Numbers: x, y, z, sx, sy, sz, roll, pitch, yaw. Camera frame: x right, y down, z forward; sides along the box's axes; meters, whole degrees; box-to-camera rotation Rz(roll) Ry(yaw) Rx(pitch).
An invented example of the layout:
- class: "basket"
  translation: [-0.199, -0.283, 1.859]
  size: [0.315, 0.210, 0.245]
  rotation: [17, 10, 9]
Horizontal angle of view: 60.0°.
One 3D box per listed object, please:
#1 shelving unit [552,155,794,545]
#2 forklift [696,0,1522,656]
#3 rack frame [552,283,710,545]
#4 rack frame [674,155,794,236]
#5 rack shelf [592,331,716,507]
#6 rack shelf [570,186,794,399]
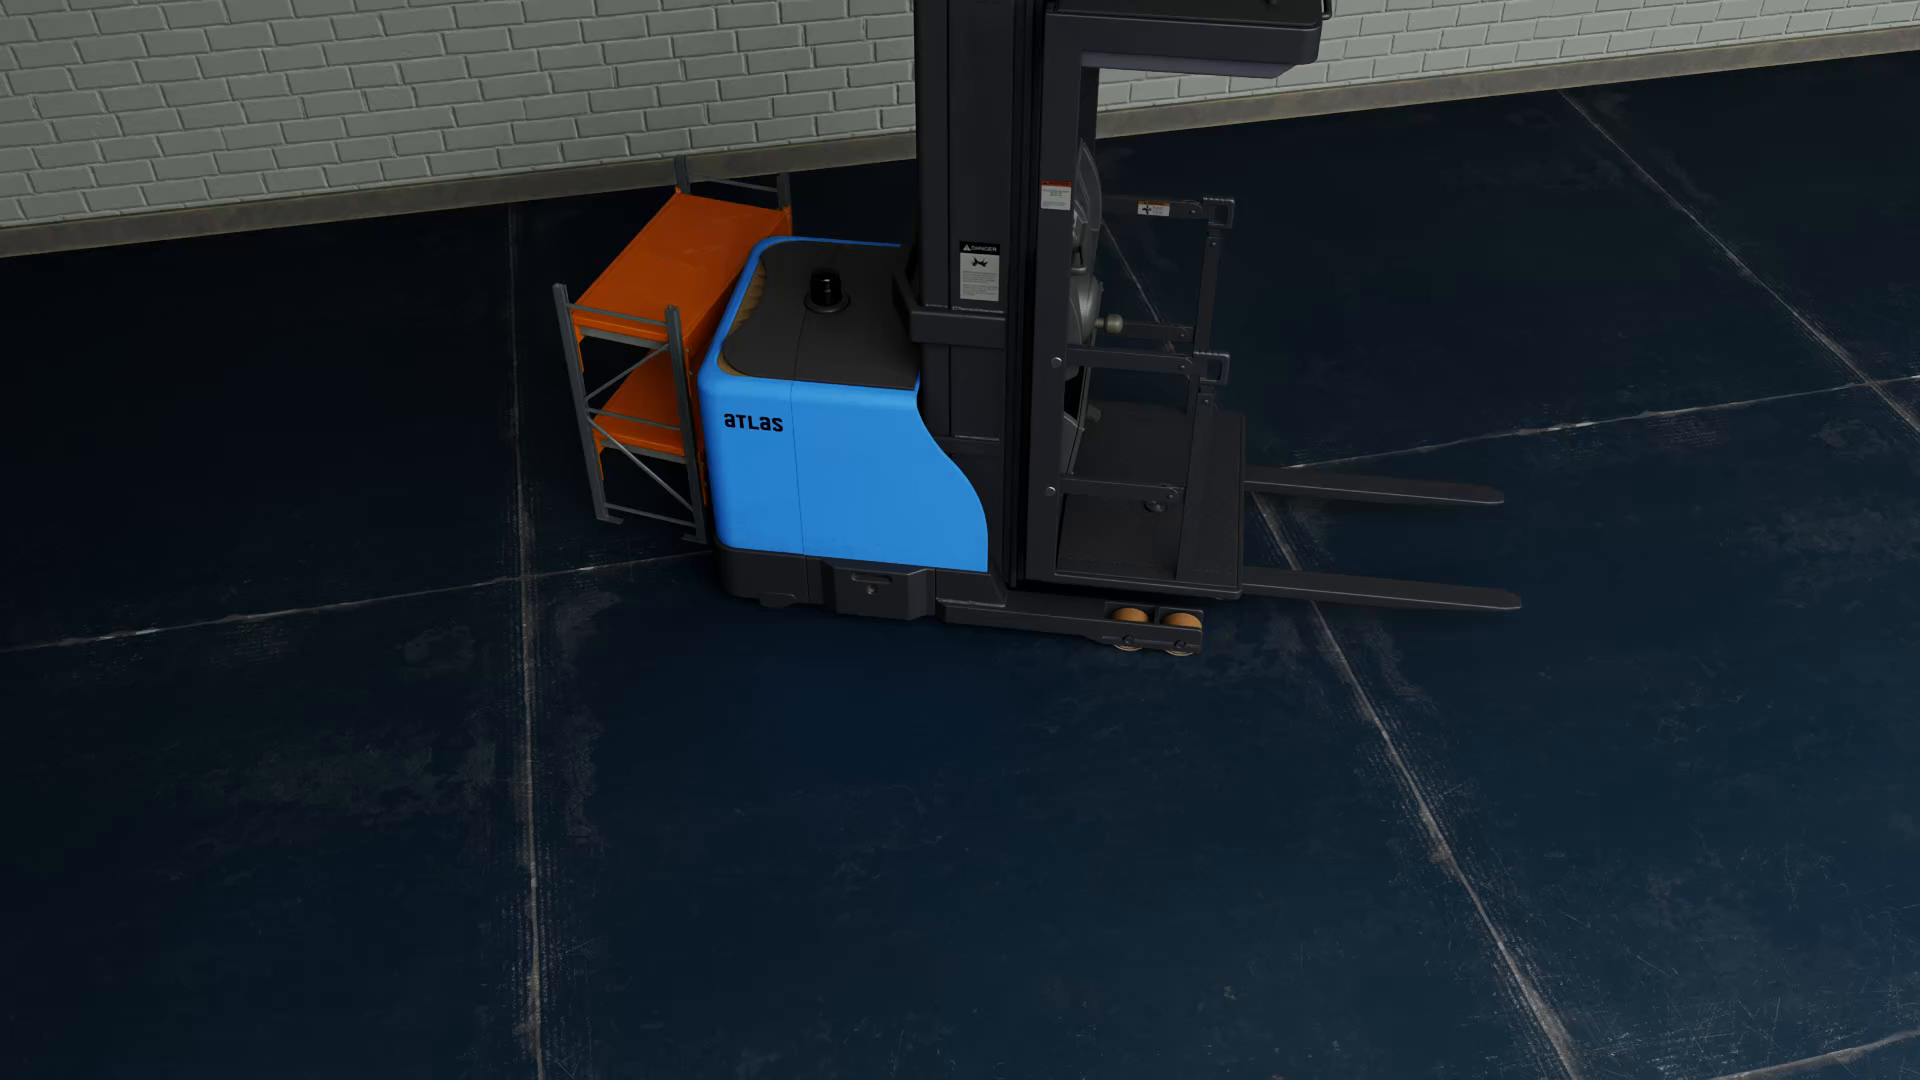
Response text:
- class: "shelving unit"
  translation: [-1.095, -0.784, 6.785]
  size: [0.538, 1.125, 1.048]
  rotation: [13, 43, 14]
- class: "forklift"
  translation: [0.620, -1.039, 5.712]
  size: [3.031, 2.935, 1.130]
  rotation: [5, 42, 6]
- class: "rack frame"
  translation: [-1.257, -0.464, 6.425]
  size: [0.500, 1.125, 0.032]
  rotation: [13, 43, 14]
- class: "rack frame"
  translation: [-0.933, -1.104, 7.146]
  size: [0.500, 1.125, 0.032]
  rotation: [13, 43, 14]
- class: "rack shelf"
  translation: [-1.095, -0.601, 6.948]
  size: [0.538, 0.278, 1.000]
  rotation: [13, 43, 14]
- class: "rack shelf"
  translation: [-1.095, -1.003, 6.591]
  size: [0.538, 0.278, 1.000]
  rotation: [13, 43, 14]
